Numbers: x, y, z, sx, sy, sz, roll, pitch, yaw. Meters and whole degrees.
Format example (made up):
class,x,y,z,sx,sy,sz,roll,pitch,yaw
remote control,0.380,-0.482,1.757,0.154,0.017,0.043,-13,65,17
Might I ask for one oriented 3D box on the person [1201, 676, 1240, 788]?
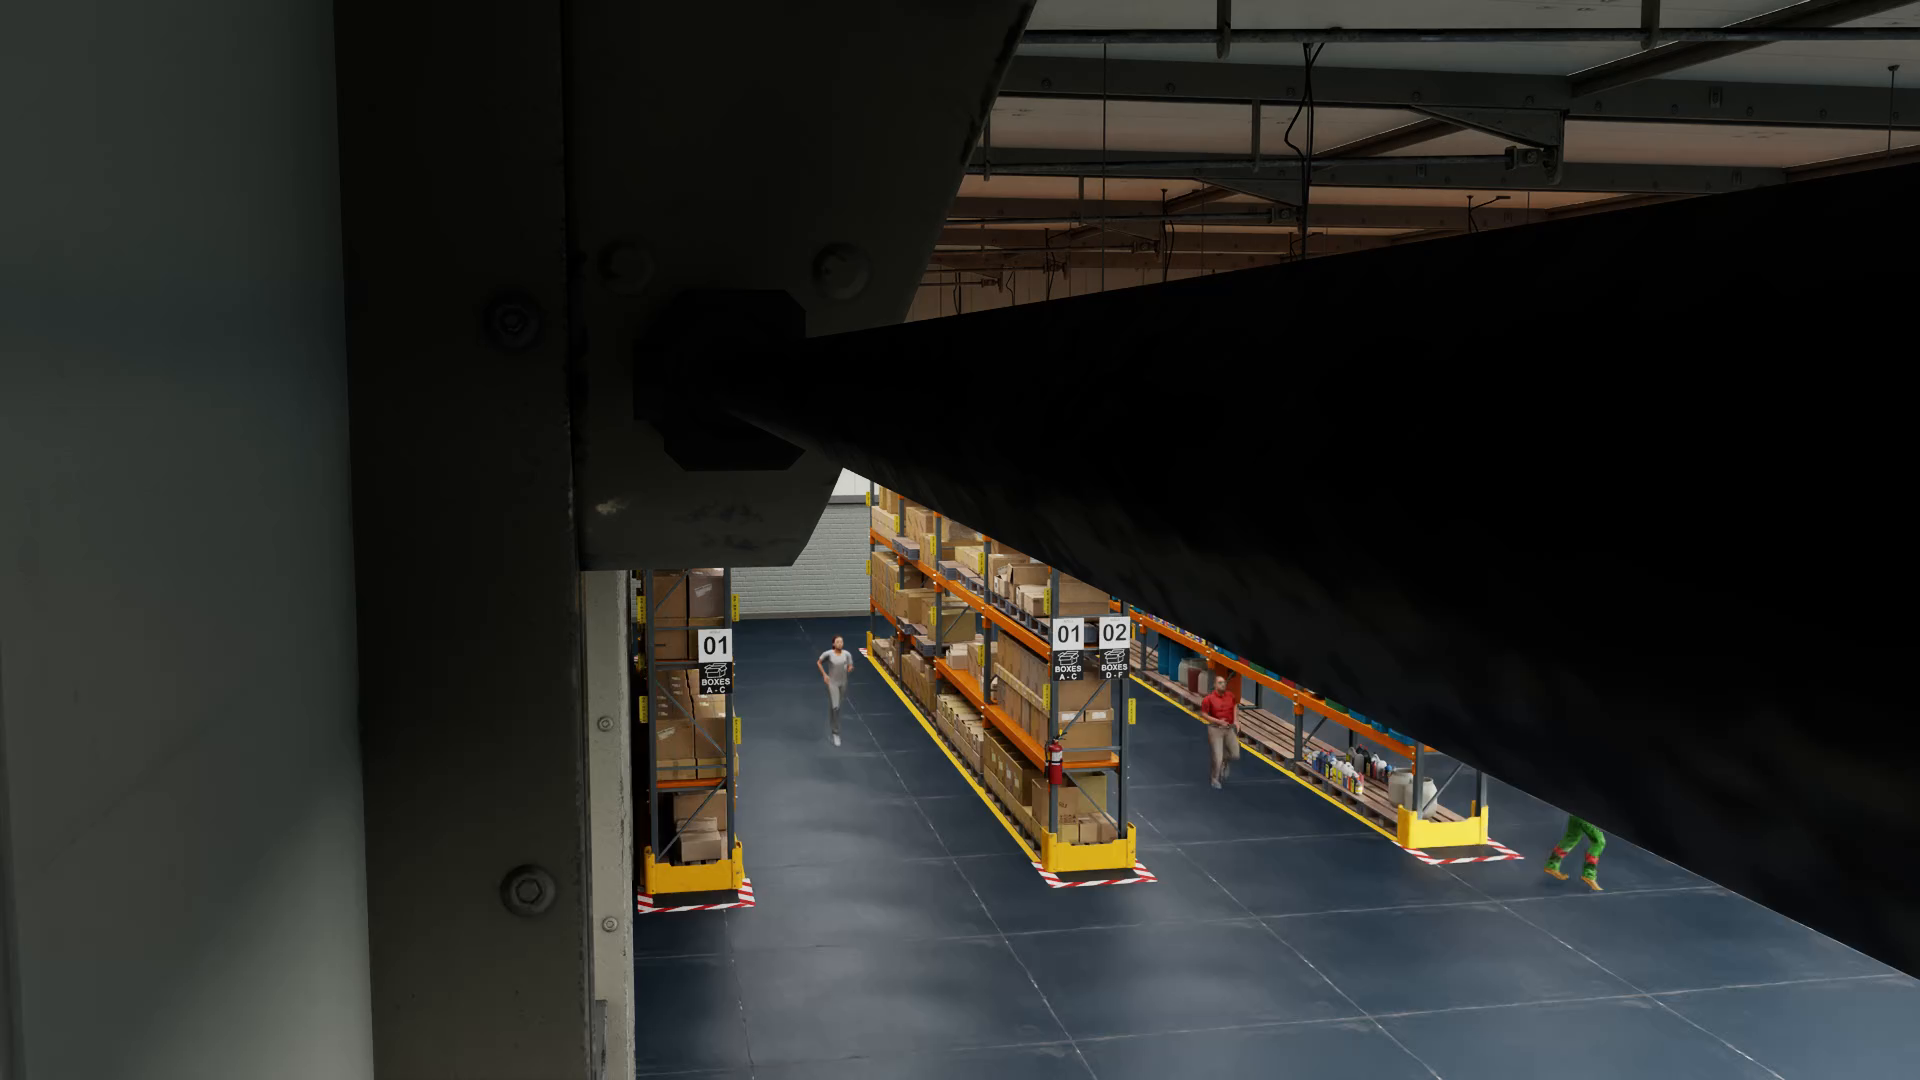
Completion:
class,x,y,z,sx,sy,sz,roll,pitch,yaw
person,3.962,2.895,25.021,0.674,1.692,0.614,-2,6,-19

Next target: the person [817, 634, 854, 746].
class,x,y,z,sx,sy,sz,roll,pitch,yaw
person,-1.998,2.418,27.095,0.545,1.779,0.733,-3,7,-27

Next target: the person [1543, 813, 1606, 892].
class,x,y,z,sx,sy,sz,roll,pitch,yaw
person,7.542,3.338,20.246,0.785,1.842,0.632,3,6,23
